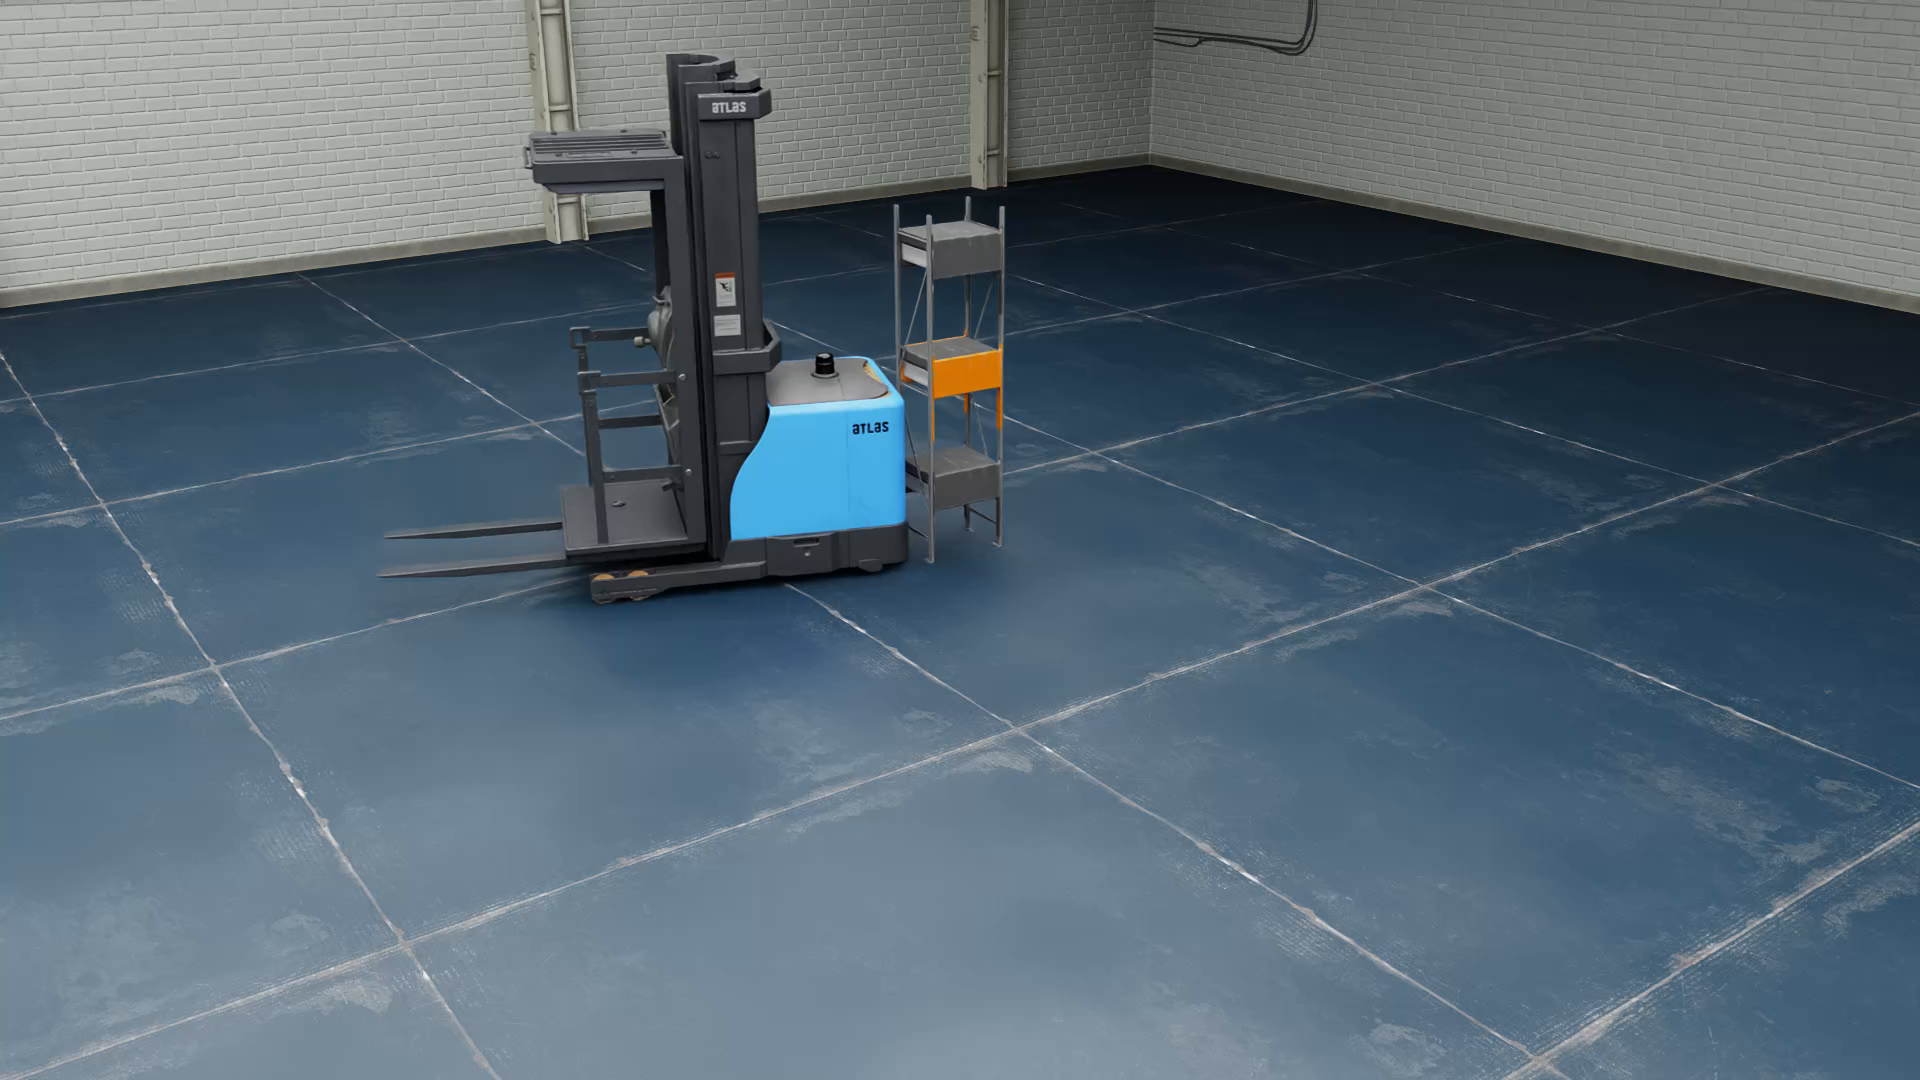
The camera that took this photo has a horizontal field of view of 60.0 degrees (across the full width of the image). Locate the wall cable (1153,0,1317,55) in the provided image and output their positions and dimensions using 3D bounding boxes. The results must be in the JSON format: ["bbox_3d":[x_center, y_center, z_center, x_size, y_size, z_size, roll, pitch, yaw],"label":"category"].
[{"bbox_3d":[3.549,-7.711,21.767,0.112,2.526,3.097,-15,26,-33],"label":"wall cable"}]

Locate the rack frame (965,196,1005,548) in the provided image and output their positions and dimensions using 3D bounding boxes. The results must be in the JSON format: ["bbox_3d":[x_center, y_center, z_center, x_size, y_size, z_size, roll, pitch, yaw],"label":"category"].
[{"bbox_3d":[0.145,-0.987,10.036,0.015,2.100,0.400,-13,25,-29],"label":"rack frame"}]

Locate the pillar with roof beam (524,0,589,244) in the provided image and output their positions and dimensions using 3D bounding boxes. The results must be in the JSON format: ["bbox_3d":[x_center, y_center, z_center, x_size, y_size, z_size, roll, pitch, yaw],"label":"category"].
[{"bbox_3d":[-1.971,-6.319,14.090,0.400,9.000,9.100,-15,26,-33],"label":"pillar with roof beam"}]

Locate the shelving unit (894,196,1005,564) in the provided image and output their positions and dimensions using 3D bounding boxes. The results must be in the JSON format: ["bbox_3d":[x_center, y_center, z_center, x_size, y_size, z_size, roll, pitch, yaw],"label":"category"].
[{"bbox_3d":[-0.062,-0.939,9.916,0.503,2.100,0.431,-13,25,-29],"label":"shelving unit"}]

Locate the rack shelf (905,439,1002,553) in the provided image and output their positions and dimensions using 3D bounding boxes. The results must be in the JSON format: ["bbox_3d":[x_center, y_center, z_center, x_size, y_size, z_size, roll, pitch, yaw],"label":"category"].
[{"bbox_3d":[-0.062,-0.276,10.181,0.480,0.518,0.431,-13,25,-29],"label":"rack shelf"}]

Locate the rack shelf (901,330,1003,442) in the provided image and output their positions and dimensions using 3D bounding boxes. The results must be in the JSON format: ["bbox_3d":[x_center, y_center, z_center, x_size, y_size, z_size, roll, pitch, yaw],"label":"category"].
[{"bbox_3d":[-0.062,-0.926,9.921,0.480,0.518,0.431,-13,25,-29],"label":"rack shelf"}]

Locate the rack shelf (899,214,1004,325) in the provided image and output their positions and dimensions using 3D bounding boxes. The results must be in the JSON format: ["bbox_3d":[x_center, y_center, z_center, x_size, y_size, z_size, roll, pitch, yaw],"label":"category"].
[{"bbox_3d":[-0.062,-1.576,9.662,0.480,0.518,0.431,-13,25,-29],"label":"rack shelf"}]

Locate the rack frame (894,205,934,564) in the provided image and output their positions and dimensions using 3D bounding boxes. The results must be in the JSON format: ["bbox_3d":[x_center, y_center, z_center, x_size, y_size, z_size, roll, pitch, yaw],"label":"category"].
[{"bbox_3d":[-0.269,-0.891,9.796,0.015,2.100,0.400,-13,25,-29],"label":"rack frame"}]

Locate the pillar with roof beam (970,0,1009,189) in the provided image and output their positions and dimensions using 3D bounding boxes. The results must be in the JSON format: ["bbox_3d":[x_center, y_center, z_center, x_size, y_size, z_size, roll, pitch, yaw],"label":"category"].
[{"bbox_3d":[2.900,-7.618,17.345,0.400,9.000,9.100,-15,26,-33],"label":"pillar with roof beam"}]

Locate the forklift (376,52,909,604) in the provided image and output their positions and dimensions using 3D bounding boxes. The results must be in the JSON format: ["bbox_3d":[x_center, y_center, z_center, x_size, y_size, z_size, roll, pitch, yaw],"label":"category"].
[{"bbox_3d":[-1.881,-1.214,9.483,3.031,2.935,1.130,-6,22,-14],"label":"forklift"}]
